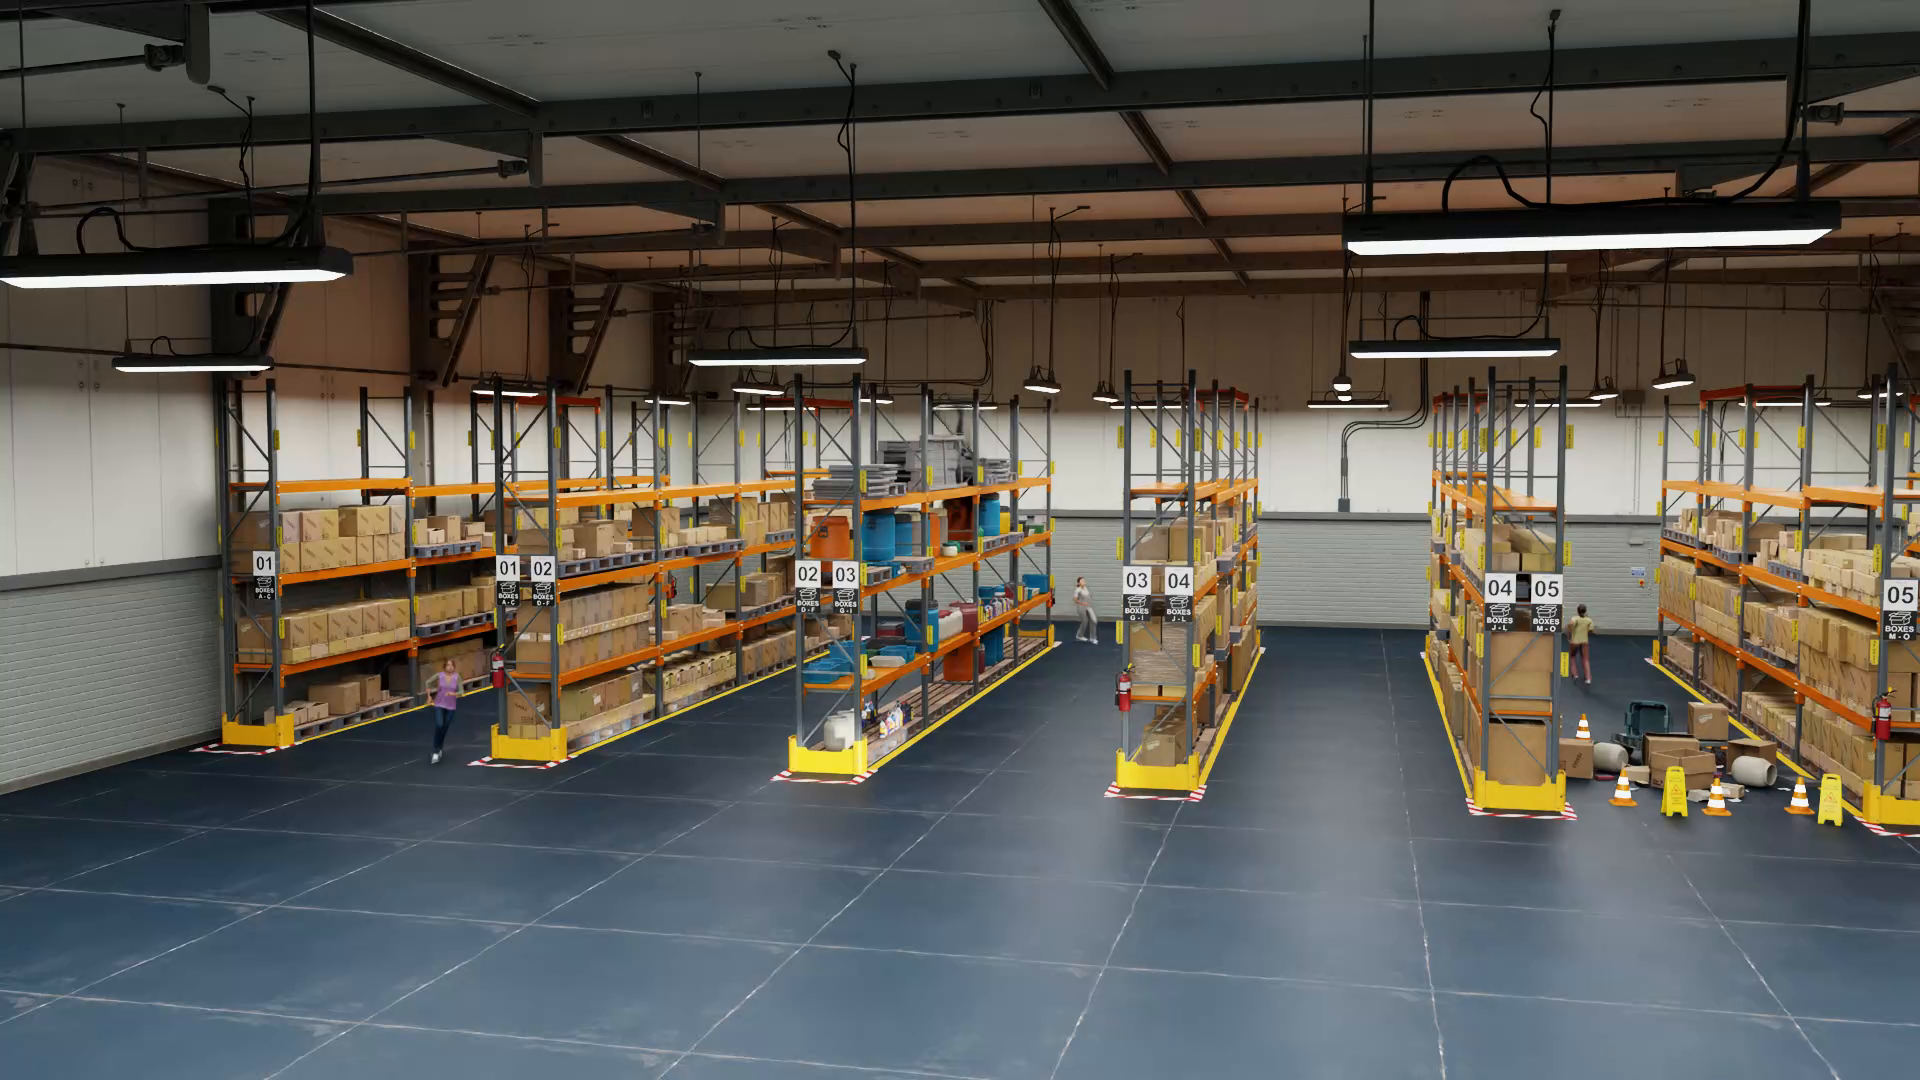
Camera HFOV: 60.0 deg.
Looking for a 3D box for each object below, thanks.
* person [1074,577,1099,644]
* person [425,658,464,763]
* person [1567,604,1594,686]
[{"bbox_3d":[3.028,1.722,40.834,0.573,1.648,0.789,-3,4,-40],"label":"person"},{"bbox_3d":[-8.090,2.662,26.124,0.541,1.625,0.663,-2,4,-30],"label":"person"},{"bbox_3d":[12.555,2.150,33.679,0.579,1.693,0.846,0,3,8],"label":"person"}]
